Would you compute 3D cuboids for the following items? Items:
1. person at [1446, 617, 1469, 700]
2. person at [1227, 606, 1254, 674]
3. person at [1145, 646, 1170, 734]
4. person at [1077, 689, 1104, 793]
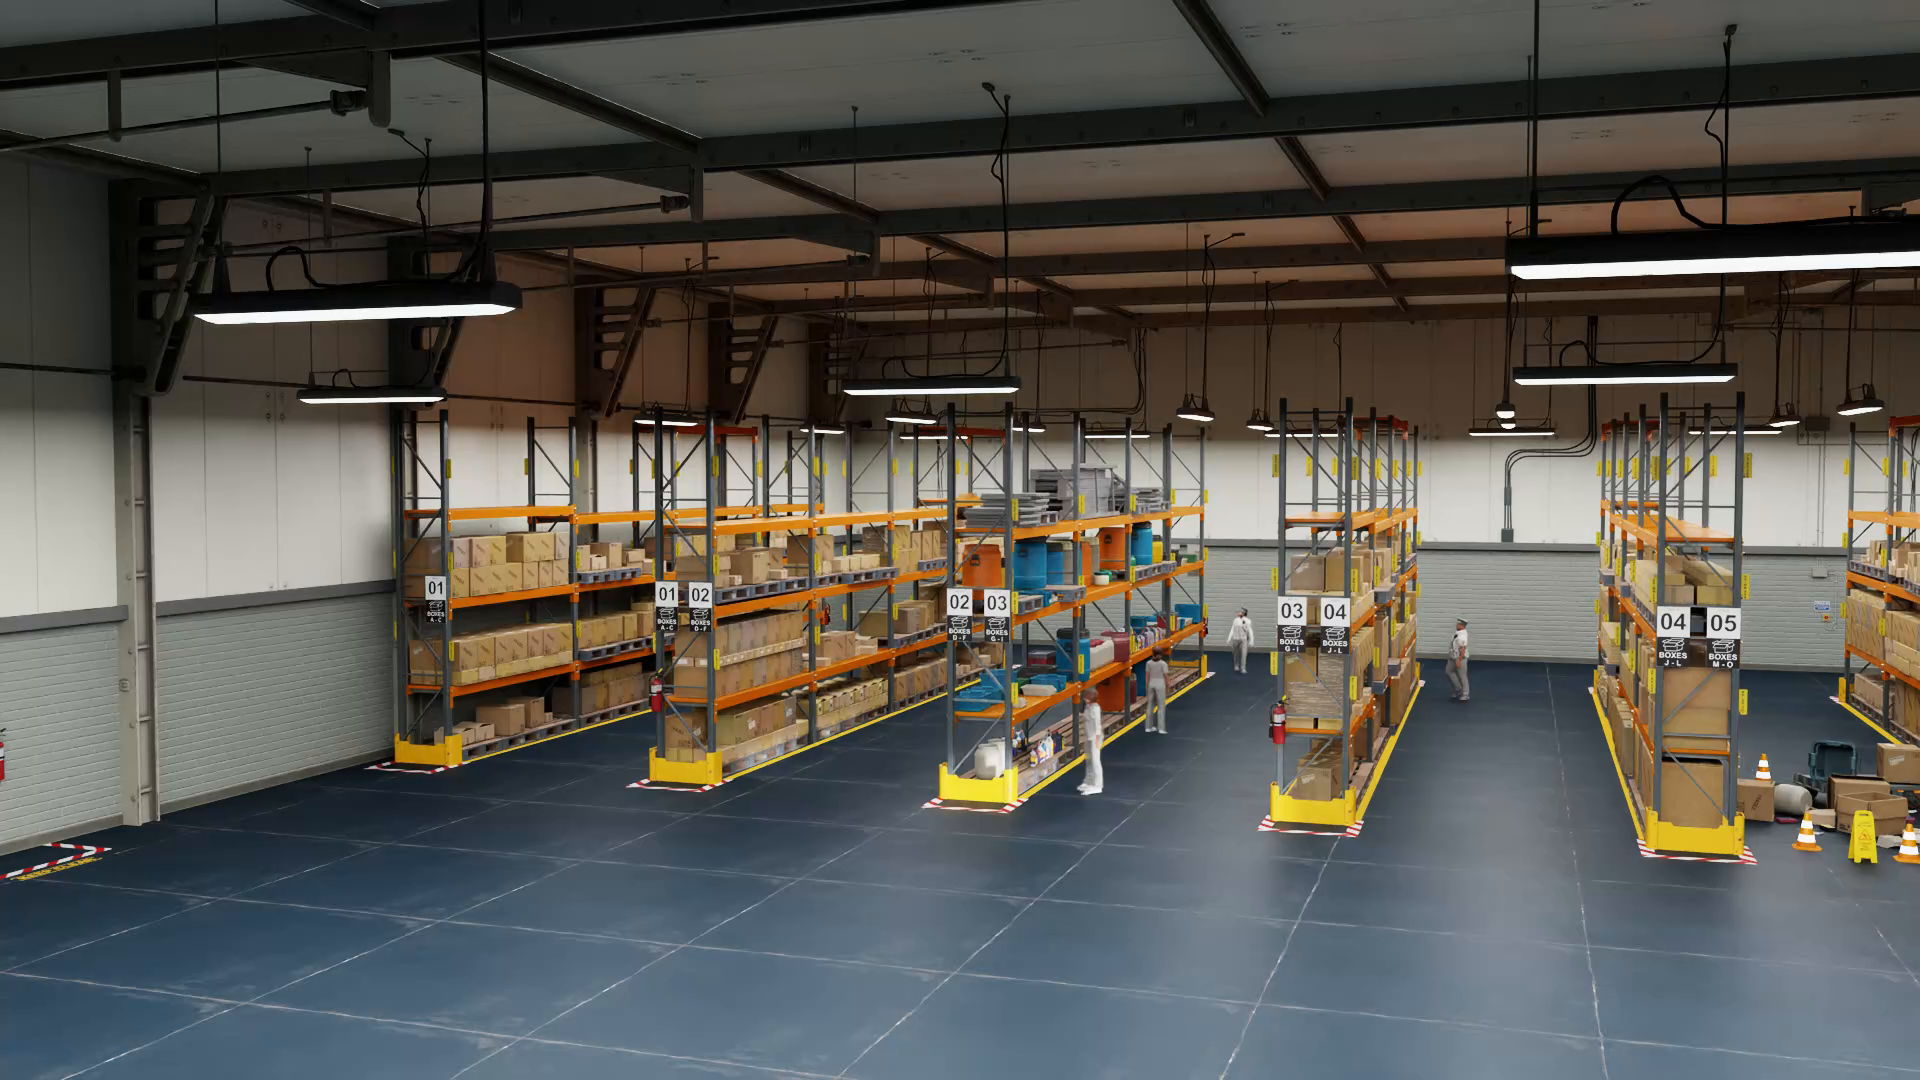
[{"bbox_3d":[10.821,2.576,36.090,0.426,1.795,0.684,0,2,-8],"label":"person"},{"bbox_3d":[6.849,2.436,40.608,0.638,1.626,1.011,0,2,10],"label":"person"},{"bbox_3d":[3.742,2.825,31.480,0.498,1.676,0.441,2,3,41],"label":"person"},{"bbox_3d":[2.014,3.094,25.703,0.380,1.601,0.459,-1,3,-19],"label":"person"}]
